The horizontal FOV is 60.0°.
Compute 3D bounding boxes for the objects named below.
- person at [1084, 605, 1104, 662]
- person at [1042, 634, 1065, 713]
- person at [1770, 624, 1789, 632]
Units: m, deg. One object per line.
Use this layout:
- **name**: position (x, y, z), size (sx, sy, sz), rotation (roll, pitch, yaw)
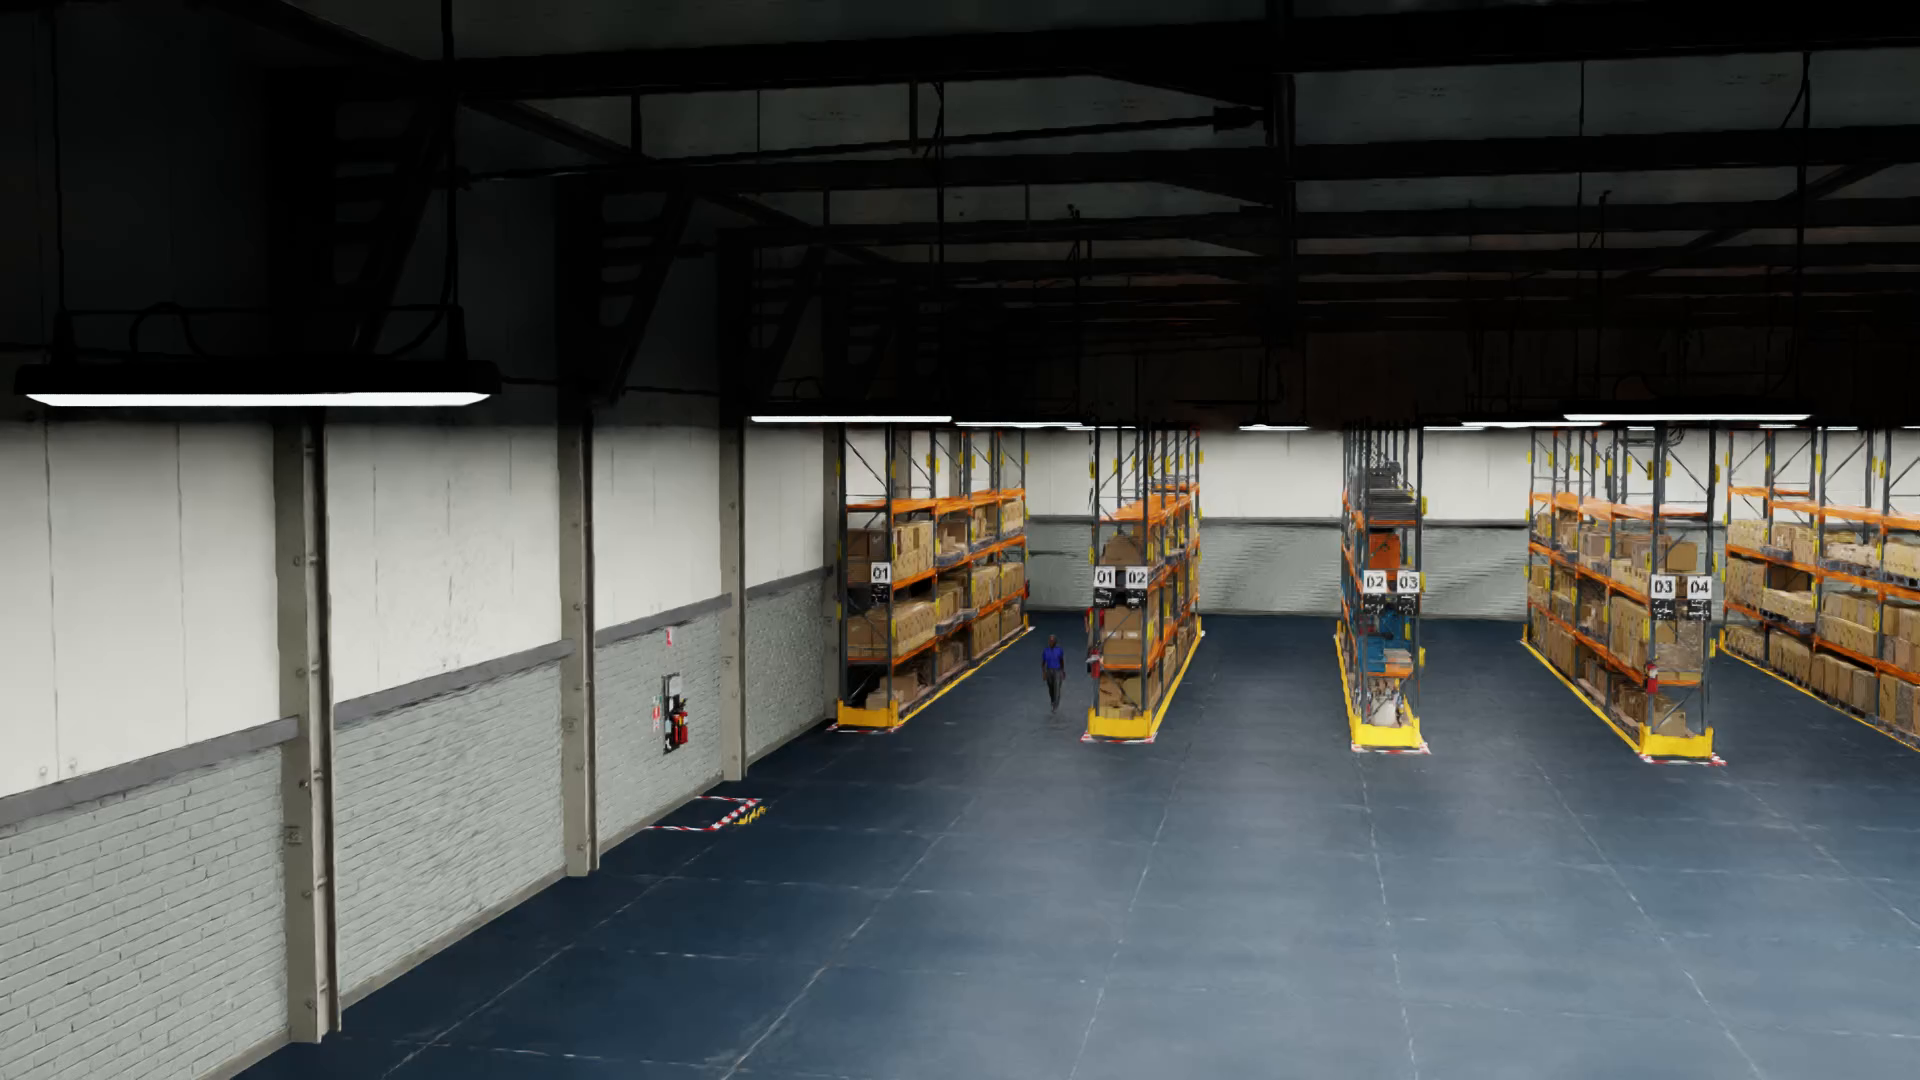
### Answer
- **person**: position (3.412, 2.218, 41.197), size (0.682, 1.676, 0.535), rotation (1, 4, 10)
- **person**: position (1.894, 2.706, 34.031), size (0.449, 1.571, 1.074), rotation (1, 4, 15)
- **person**: position (22.820, 1.913, 46.359), size (0.471, 1.581, 0.999), rotation (0, 4, 3)
